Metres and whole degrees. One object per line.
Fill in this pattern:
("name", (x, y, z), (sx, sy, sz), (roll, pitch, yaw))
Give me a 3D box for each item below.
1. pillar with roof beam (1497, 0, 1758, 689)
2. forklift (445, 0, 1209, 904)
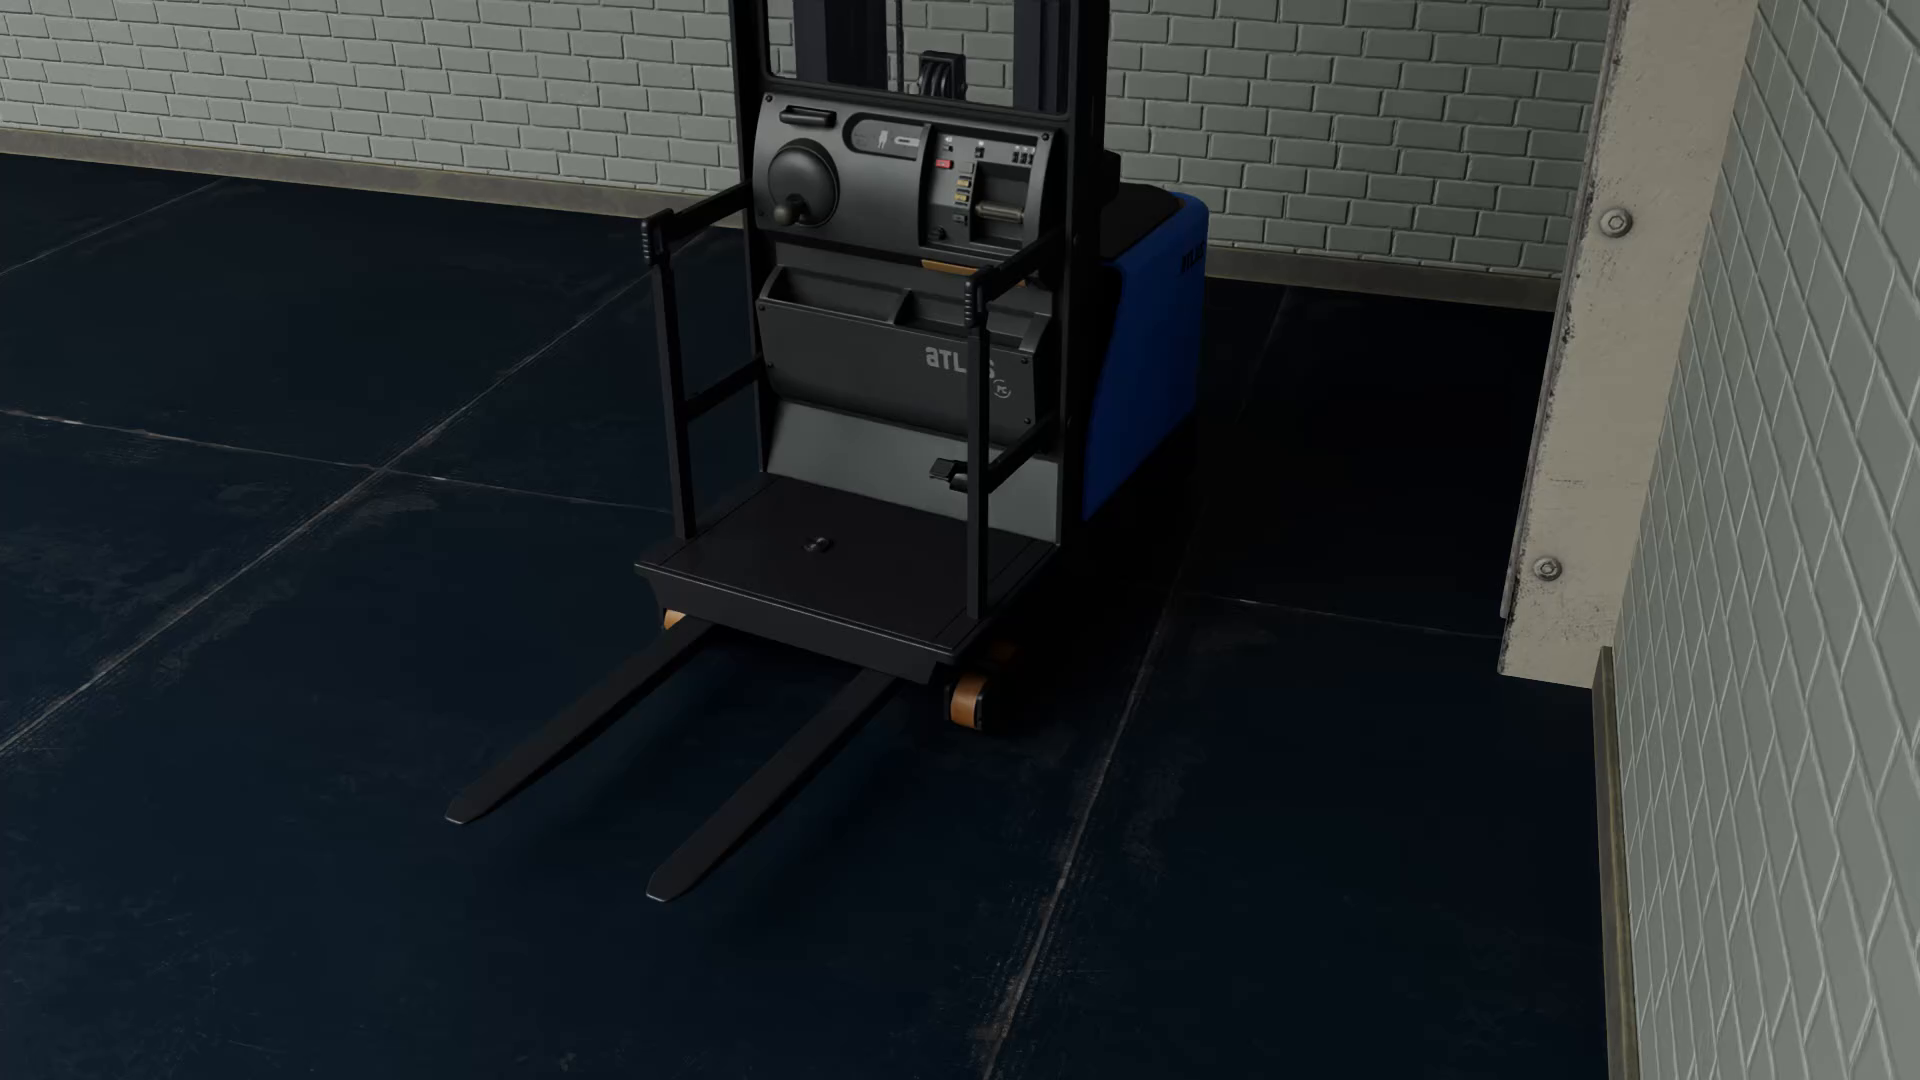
("pillar with roof beam", (-2.286, -4.213, 4.067), (9.100, 9.000, 0.400), (8, 30, 15))
("forklift", (-0.269, -0.984, 4.505), (1.130, 2.935, 3.031), (14, 32, 24))
